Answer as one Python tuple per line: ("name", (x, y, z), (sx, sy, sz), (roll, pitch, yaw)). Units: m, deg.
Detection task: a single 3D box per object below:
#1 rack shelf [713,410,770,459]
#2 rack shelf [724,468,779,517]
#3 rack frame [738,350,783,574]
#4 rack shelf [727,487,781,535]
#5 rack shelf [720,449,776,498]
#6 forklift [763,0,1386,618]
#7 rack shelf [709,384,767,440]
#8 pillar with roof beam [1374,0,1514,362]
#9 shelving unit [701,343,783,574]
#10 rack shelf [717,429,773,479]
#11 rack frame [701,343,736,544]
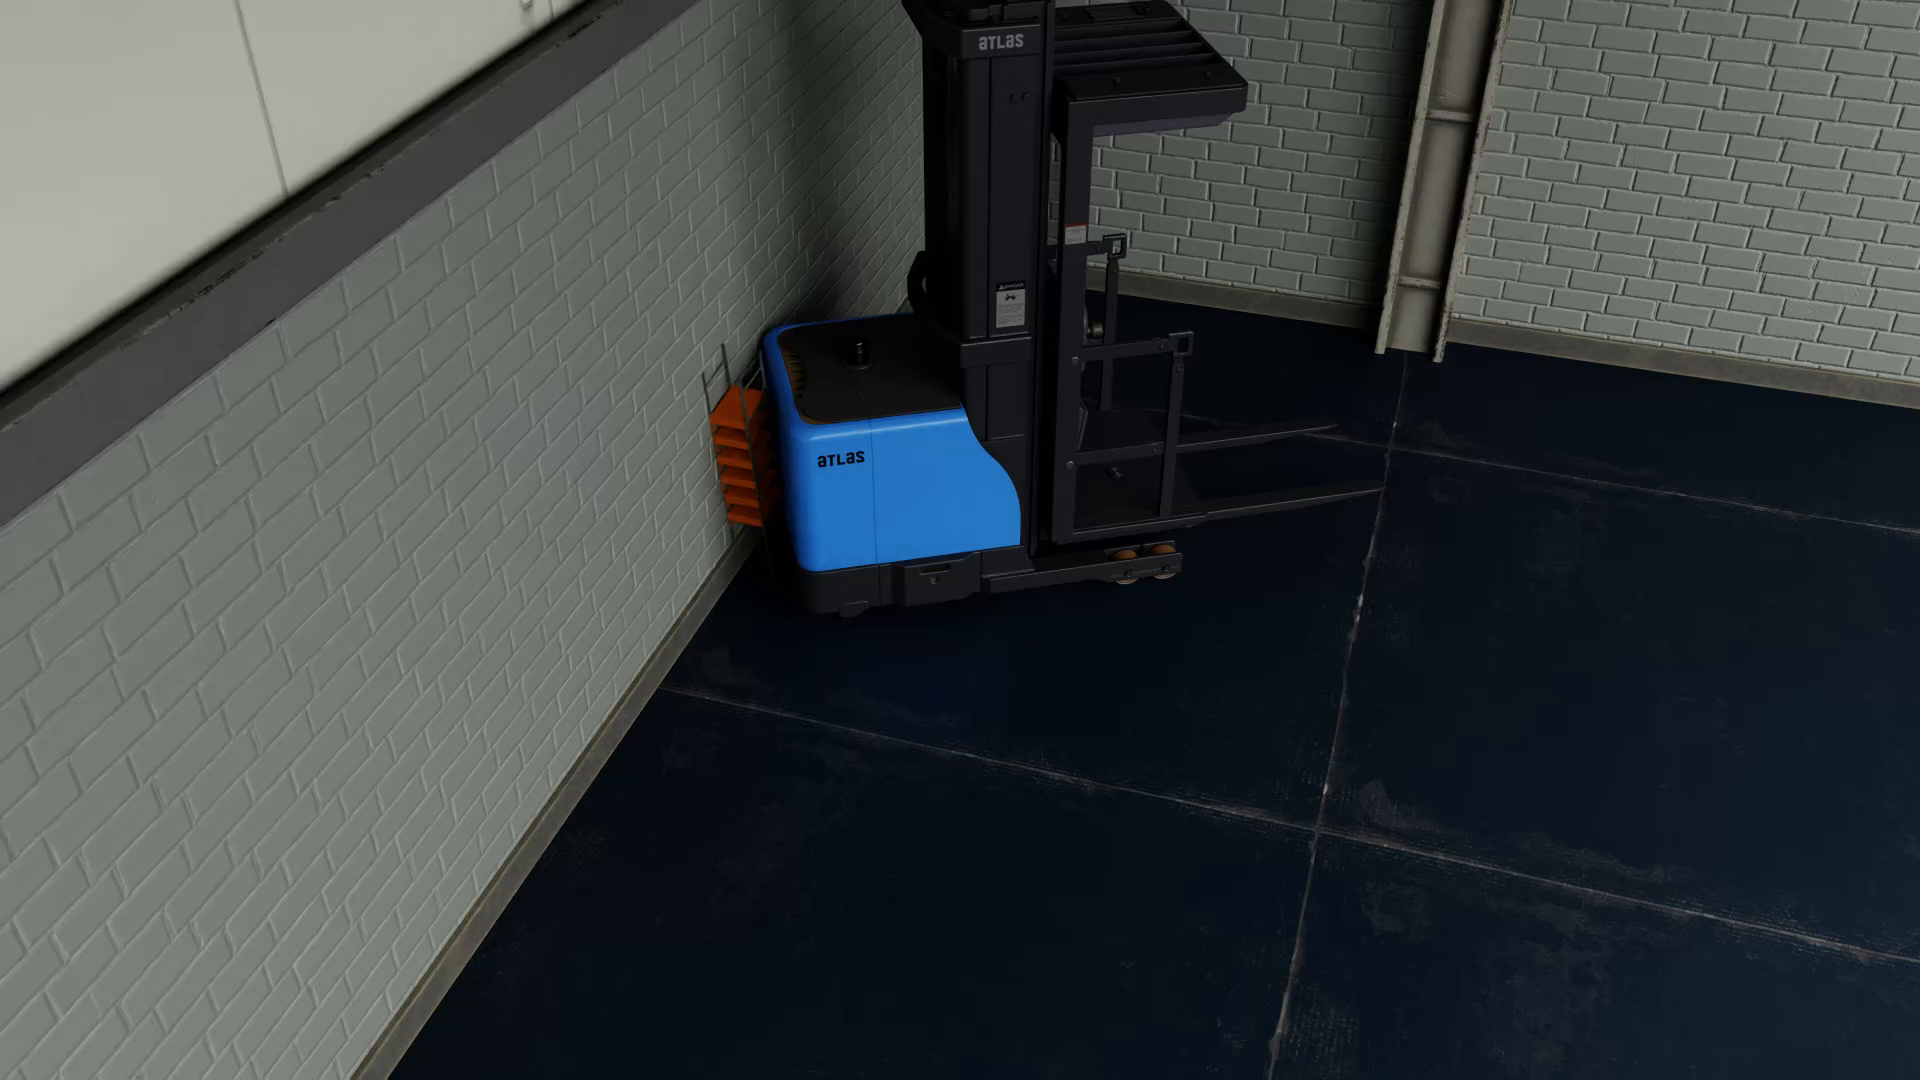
("rack shelf", (-1.015, -0.508, 7.775), (0.180, 0.103, 0.258), (11, 45, 16))
("rack shelf", (-0.998, -0.244, 8.020), (0.180, 0.103, 0.258), (11, 45, 16))
("rack frame", (-0.919, -0.347, 7.884), (0.006, 1.200, 0.240), (11, 45, 16))
("rack shelf", (-0.993, -0.157, 8.102), (0.180, 0.103, 0.258), (11, 45, 16))
("rack shelf", (-1.004, -0.332, 7.938), (0.180, 0.103, 0.258), (11, 45, 16))
("forklift", (0.613, -1.263, 7.678), (3.031, 2.935, 1.130), (-8, 37, -10))
("rack shelf", (-1.020, -0.596, 7.694), (0.180, 0.103, 0.258), (11, 45, 16))
("pillar with roof beam", (1.431, -2.363, 4.054), (0.400, 9.000, 9.100), (10, 38, 14))
("shelving unit", (-1.006, -0.365, 7.908), (0.189, 1.200, 0.258), (11, 45, 16))
("rack shelf", (-1.009, -0.420, 7.857), (0.180, 0.103, 0.258), (11, 45, 16))
("rack frame", (-1.092, -0.382, 7.933), (0.006, 1.200, 0.240), (11, 45, 16))
